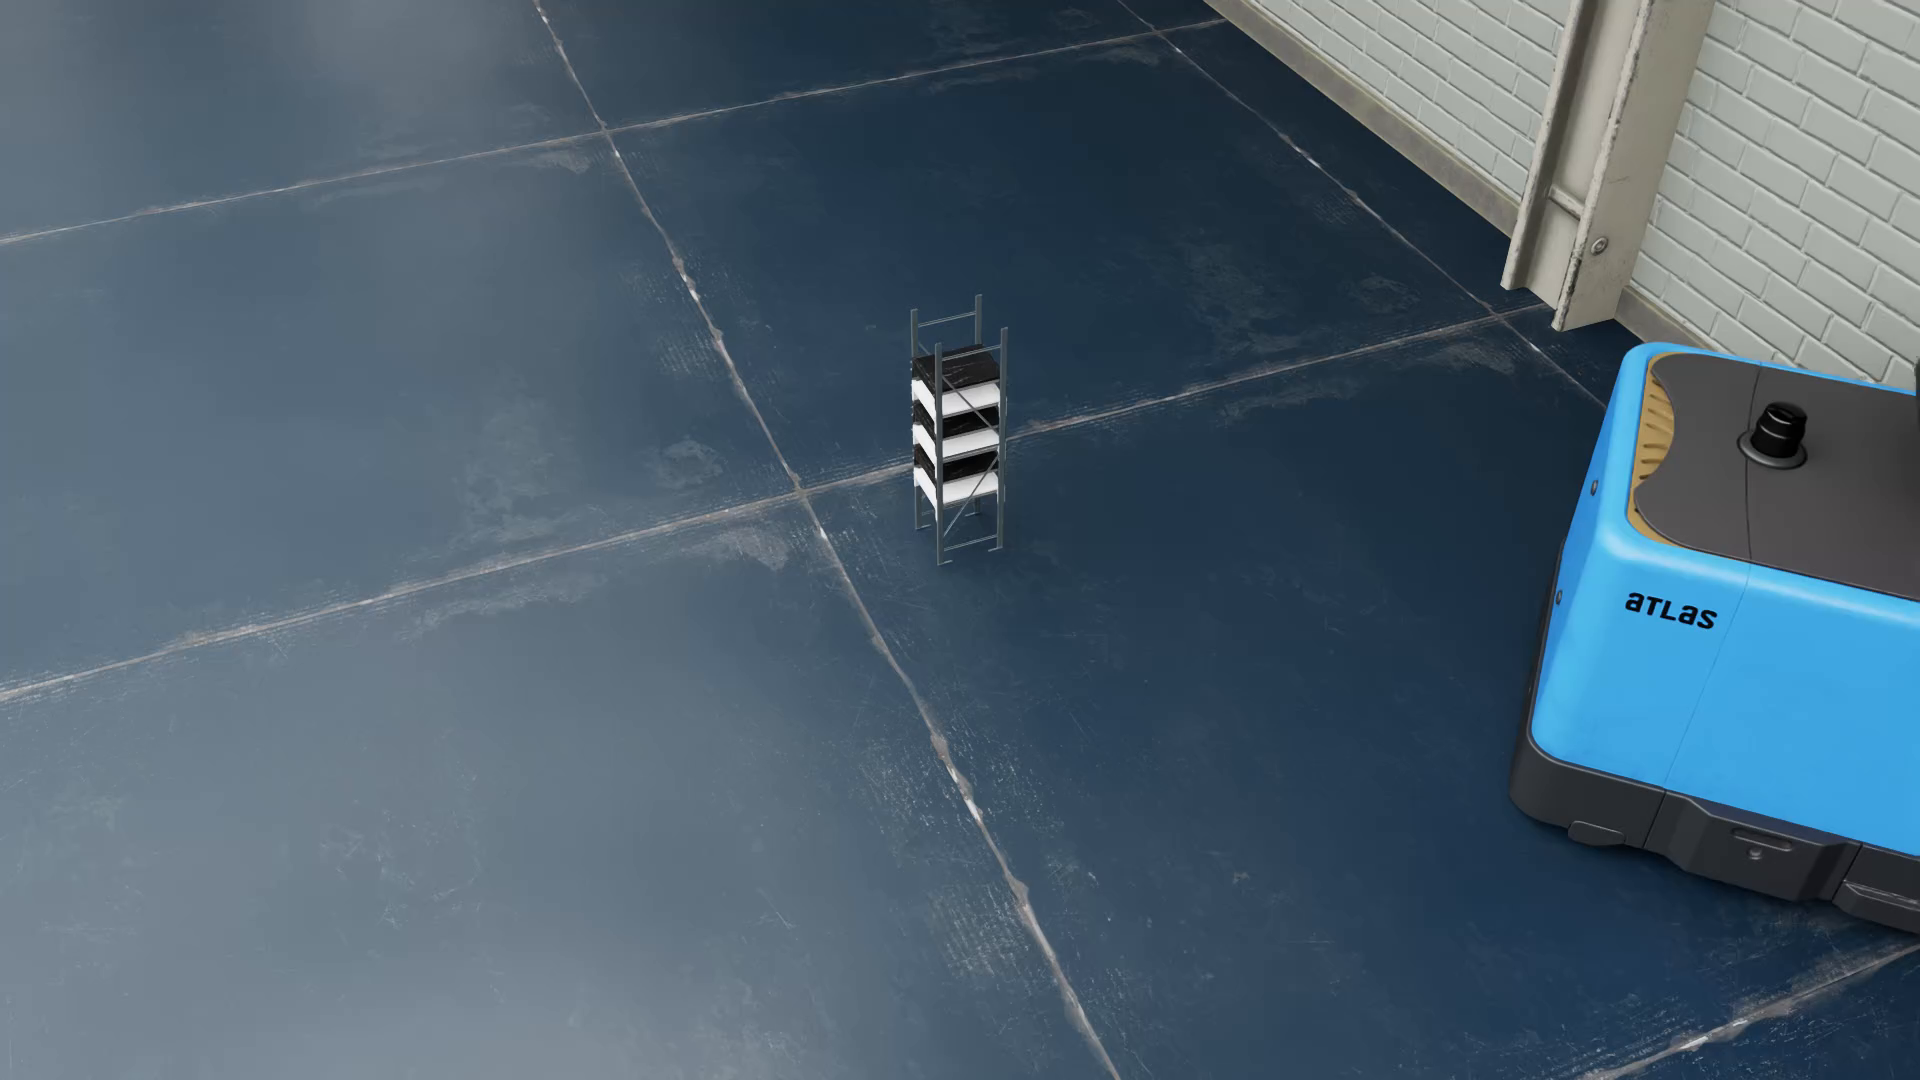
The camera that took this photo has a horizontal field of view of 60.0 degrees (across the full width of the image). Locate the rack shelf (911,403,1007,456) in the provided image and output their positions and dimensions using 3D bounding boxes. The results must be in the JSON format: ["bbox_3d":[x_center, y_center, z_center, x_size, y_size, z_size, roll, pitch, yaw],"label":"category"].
[{"bbox_3d":[-0.003,-0.389,5.425,0.258,0.077,0.200,-15,43,-17],"label":"rack shelf"}]

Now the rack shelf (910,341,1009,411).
[{"bbox_3d":[-0.003,-0.526,5.308,0.258,0.077,0.200,-15,43,-17],"label":"rack shelf"}]

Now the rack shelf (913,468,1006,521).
[{"bbox_3d":[-0.003,-0.184,5.601,0.258,0.077,0.200,-15,43,-17],"label":"rack shelf"}]

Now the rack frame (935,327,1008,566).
[{"bbox_3d":[0.036,-0.285,5.391,0.240,0.900,0.006,-15,43,-17],"label":"rack frame"}]

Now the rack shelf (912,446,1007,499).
[{"bbox_3d":[-0.003,-0.253,5.543,0.258,0.077,0.200,-15,43,-17],"label":"rack shelf"}]

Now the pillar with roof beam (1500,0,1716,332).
[{"bbox_3d":[-1.487,-3.337,2.729,9.100,9.000,0.400,-15,43,-17],"label":"pillar with roof beam"}]

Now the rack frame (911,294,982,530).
[{"bbox_3d":[-0.042,-0.407,5.534,0.240,0.900,0.006,-15,43,-17],"label":"rack frame"}]

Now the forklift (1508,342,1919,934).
[{"bbox_3d":[3.151,-0.241,3.782,3.031,2.935,1.130,14,43,16],"label":"forklift"}]

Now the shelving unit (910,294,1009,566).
[{"bbox_3d":[-0.003,-0.346,5.462,0.258,0.900,0.210,-15,43,-17],"label":"shelving unit"}]

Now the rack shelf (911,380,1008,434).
[{"bbox_3d":[-0.003,-0.457,5.367,0.258,0.077,0.200,-15,43,-17],"label":"rack shelf"}]

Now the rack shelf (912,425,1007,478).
[{"bbox_3d":[-0.003,-0.321,5.484,0.258,0.077,0.200,-15,43,-17],"label":"rack shelf"}]
